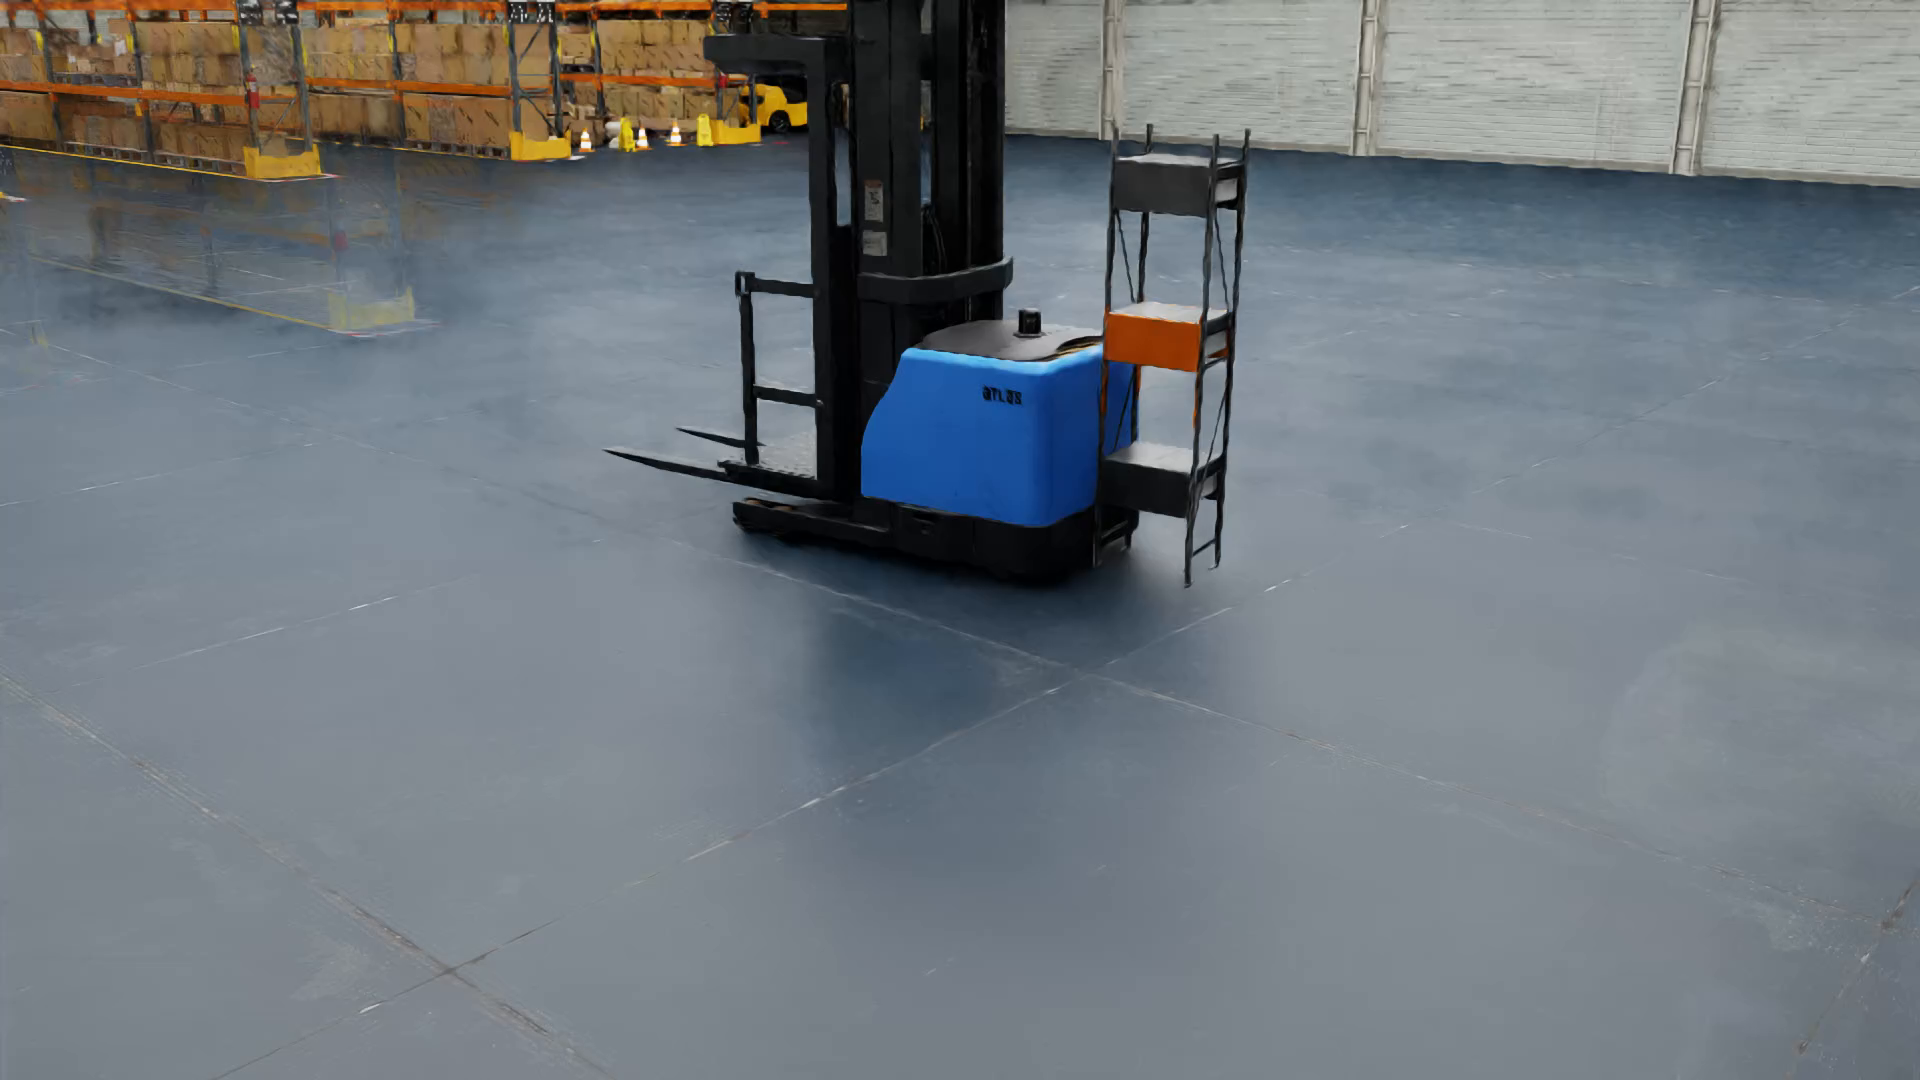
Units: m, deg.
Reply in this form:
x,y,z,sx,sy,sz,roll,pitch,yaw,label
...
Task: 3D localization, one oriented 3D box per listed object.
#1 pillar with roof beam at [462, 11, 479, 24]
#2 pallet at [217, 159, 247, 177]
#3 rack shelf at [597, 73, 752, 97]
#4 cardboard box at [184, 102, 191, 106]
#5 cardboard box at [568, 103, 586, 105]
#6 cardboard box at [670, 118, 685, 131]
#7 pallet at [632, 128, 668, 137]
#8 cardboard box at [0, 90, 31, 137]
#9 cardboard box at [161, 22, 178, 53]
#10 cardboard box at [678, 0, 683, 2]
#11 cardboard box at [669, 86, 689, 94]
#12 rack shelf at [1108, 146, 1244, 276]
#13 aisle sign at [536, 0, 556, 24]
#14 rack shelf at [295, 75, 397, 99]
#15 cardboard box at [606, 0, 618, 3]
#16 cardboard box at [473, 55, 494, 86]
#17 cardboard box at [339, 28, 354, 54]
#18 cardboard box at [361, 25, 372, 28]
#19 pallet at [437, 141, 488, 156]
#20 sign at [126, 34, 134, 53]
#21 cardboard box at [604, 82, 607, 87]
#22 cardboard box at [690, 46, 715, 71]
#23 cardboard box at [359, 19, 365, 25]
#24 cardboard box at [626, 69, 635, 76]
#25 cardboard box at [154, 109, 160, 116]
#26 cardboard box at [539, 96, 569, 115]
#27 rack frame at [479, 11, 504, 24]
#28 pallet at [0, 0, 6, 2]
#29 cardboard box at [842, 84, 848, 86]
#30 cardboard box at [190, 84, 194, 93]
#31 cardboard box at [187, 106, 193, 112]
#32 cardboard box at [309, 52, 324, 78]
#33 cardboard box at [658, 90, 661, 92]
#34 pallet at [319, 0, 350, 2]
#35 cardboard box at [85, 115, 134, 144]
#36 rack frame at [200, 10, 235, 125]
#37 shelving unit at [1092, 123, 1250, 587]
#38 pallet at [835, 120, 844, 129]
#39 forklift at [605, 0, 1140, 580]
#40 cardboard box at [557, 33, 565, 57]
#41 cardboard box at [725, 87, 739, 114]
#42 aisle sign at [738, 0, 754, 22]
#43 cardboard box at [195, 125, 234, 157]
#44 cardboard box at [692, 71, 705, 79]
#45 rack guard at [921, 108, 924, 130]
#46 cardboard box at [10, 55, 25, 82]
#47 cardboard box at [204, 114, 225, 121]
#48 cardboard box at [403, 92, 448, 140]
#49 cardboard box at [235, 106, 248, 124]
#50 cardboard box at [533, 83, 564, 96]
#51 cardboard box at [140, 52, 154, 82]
x,y,z,sx,sy,sz,roll,pitch,yaw,label
-17.595,-16.700,46.357,0.400,9.000,9.100,15,23,39,pillar with roof beam
-11.863,-6.348,28.265,1.213,0.211,1.003,15,23,39,pallet
-6.140,-9.792,35.695,4.000,0.370,1.077,15,23,39,rack shelf
-18.083,-10.333,39.249,0.250,0.149,0.380,14,22,37,cardboard box
-9.091,-9.871,38.407,0.625,0.372,0.950,16,24,41,cardboard box
-5.810,-8.830,35.327,0.500,0.250,0.500,15,23,39,cardboard box
-7.110,-9.080,36.874,1.213,0.211,1.003,15,23,39,pallet
-19.037,-8.784,34.151,0.875,0.875,1.225,14,22,37,cardboard box
-13.298,-8.612,28.478,0.500,0.500,0.500,15,23,39,cardboard box
-5.626,-11.221,34.466,0.250,0.149,0.380,15,23,40,cardboard box
-5.922,-9.501,35.129,0.250,0.149,0.380,16,23,40,cardboard box
0.998,-1.520,7.643,0.480,0.518,0.431,11,21,29,rack shelf
-7.602,-9.885,30.504,0.004,0.787,0.394,15,23,39,aisle sign
-12.342,-9.455,34.633,4.000,0.370,1.077,15,23,39,rack shelf
-7.409,-11.662,35.857,0.250,0.149,0.380,15,23,39,cardboard box
-8.588,-8.834,31.241,0.550,0.550,0.875,15,23,39,cardboard box
-12.362,-10.325,34.367,0.500,0.500,0.700,15,23,39,cardboard box
-14.917,-12.903,42.491,0.500,0.500,0.500,15,23,40,cardboard box
-9.413,-7.651,32.372,1.213,0.211,1.003,15,23,39,pallet
-14.580,-8.720,29.214,0.005,0.325,0.100,15,23,39,sign
-9.402,-12.254,44.631,0.250,0.149,0.380,15,23,39,cardboard box
-5.233,-9.969,34.408,0.500,0.500,0.500,15,23,38,cardboard box
-15.169,-13.283,42.615,0.250,0.149,0.380,15,23,39,cardboard box
-7.009,-10.138,36.011,0.250,0.149,0.380,16,24,41,cardboard box
-19.392,-10.435,40.552,0.250,0.149,0.380,15,23,39,cardboard box
-8.795,-9.297,35.827,0.500,0.500,0.500,15,23,39,cardboard box
-13.320,-14.069,47.985,0.127,3.000,1.000,15,23,39,rack frame
-18.561,-10.778,32.967,1.213,0.211,1.003,16,24,42,pallet
-2.708,-10.669,39.469,0.500,0.250,0.500,14,23,38,cardboard box
-12.905,-7.725,28.409,0.250,0.149,0.380,15,23,39,cardboard box
-18.025,-10.197,39.311,0.250,0.149,0.380,16,23,41,cardboard box
-13.299,-9.994,34.978,0.500,0.500,0.500,15,23,39,cardboard box
-6.634,-9.623,36.587,0.500,0.500,0.500,16,23,40,cardboard box
-12.483,-11.198,34.290,1.213,0.211,1.003,16,24,42,pallet
-16.268,-7.877,31.878,0.500,0.500,0.700,13,22,35,cardboard box
-16.830,-11.002,38.320,0.127,3.000,1.000,15,23,39,rack frame
0.985,-0.867,7.856,0.503,2.100,0.431,11,21,29,shelving unit
-2.861,-9.917,39.510,1.213,0.211,1.003,15,23,39,pallet
-0.589,-1.531,8.591,3.031,2.935,1.130,11,21,32,forklift
-8.888,-11.171,37.500,0.500,0.500,0.500,16,24,41,cardboard box
-5.317,-10.988,41.507,0.625,0.625,0.875,15,23,39,cardboard box
-4.392,-11.030,34.110,0.004,0.787,0.394,15,23,39,aisle sign
-12.992,-6.993,29.126,0.500,0.500,0.500,13,22,34,cardboard box
-5.329,-9.666,34.524,0.250,0.149,0.380,15,23,39,cardboard box
-1.335,-9.660,38.225,0.348,0.500,1.175,15,23,39,rack guard
-18.499,-9.393,33.084,0.500,0.500,0.500,14,22,38,cardboard box
-17.349,-9.845,38.693,0.250,0.149,0.380,15,23,40,cardboard box
-10.422,-8.441,33.069,0.875,0.875,0.875,15,23,40,cardboard box
-16.056,-9.697,37.645,0.500,0.500,0.500,16,24,42,cardboard box
-11.535,-12.545,46.620,0.500,0.500,0.700,14,22,37,cardboard box
-13.919,-8.379,29.398,0.500,0.500,0.875,15,23,39,cardboard box
